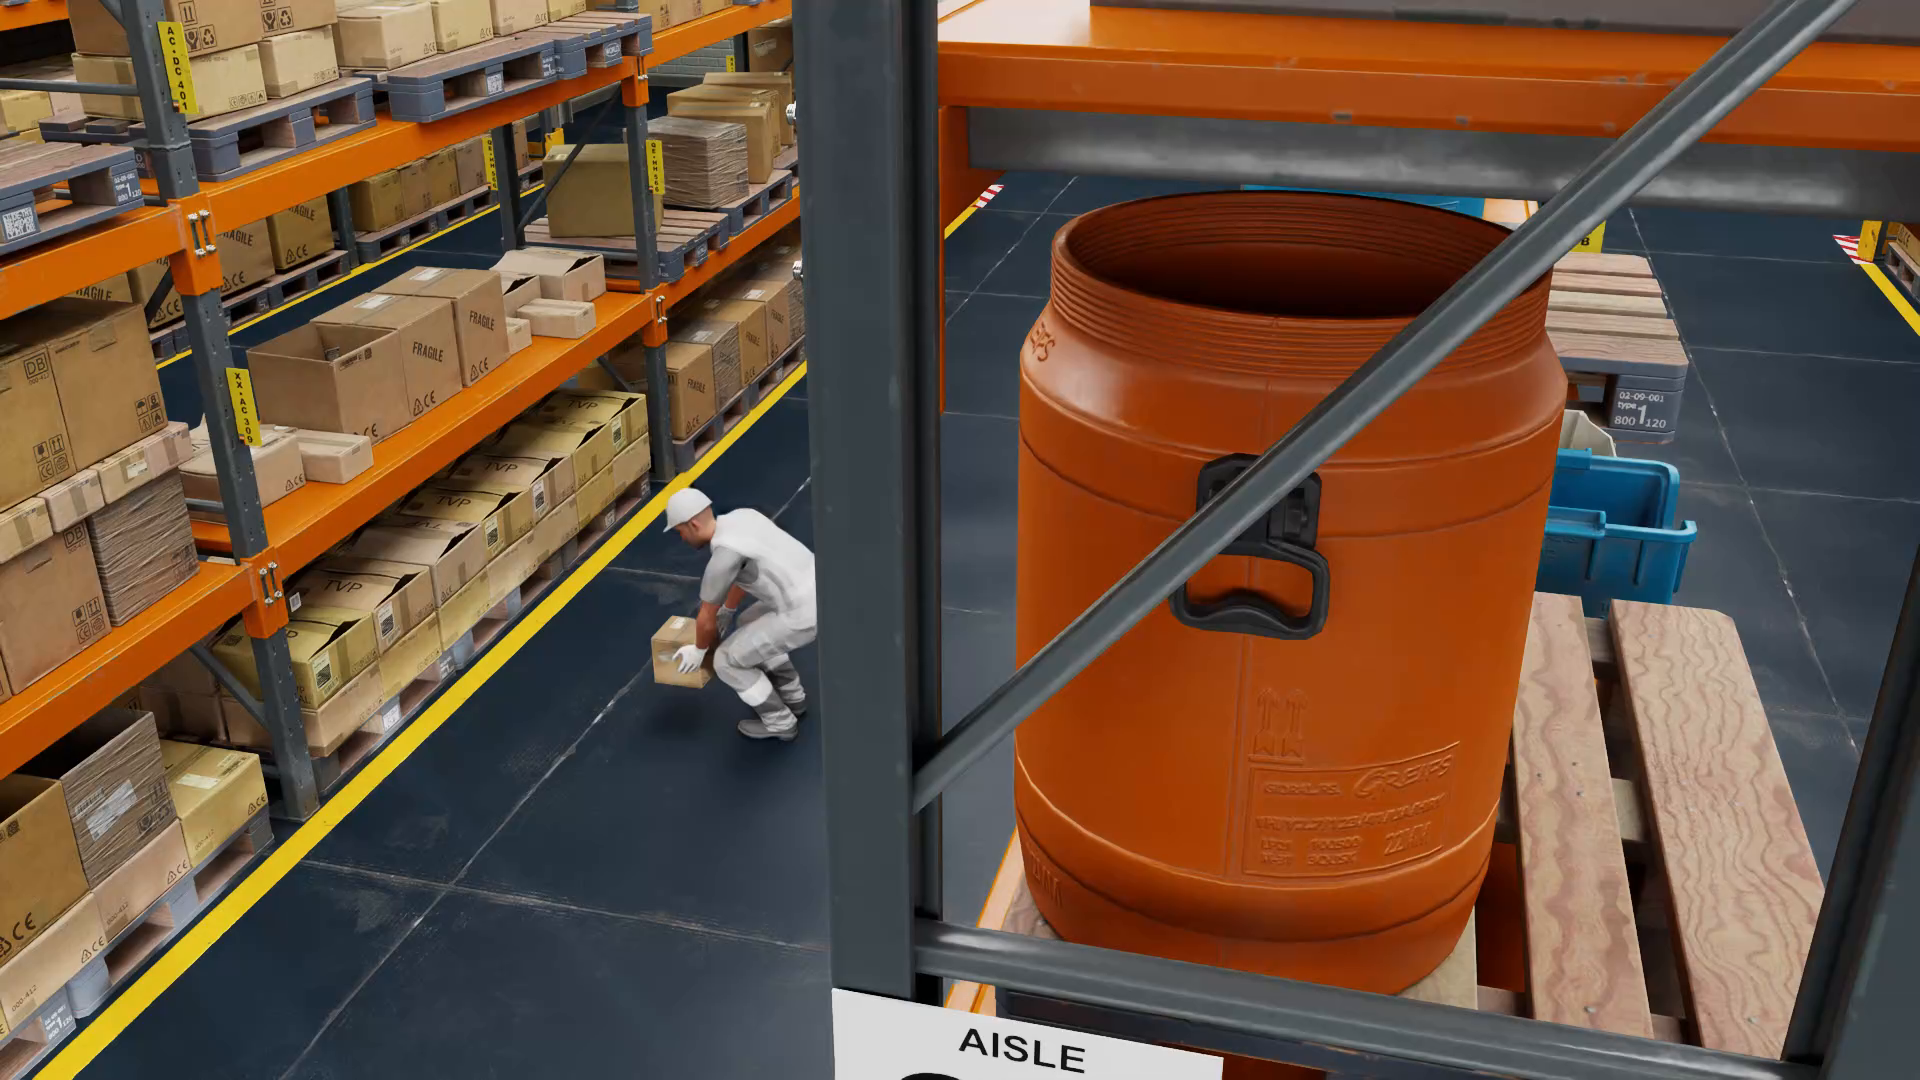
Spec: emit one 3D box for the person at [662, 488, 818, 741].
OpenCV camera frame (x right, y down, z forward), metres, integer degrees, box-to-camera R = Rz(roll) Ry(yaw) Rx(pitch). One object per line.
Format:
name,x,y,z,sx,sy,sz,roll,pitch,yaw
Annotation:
person,-0.992,0.352,7.980,0.832,1.239,0.582,6,26,13
